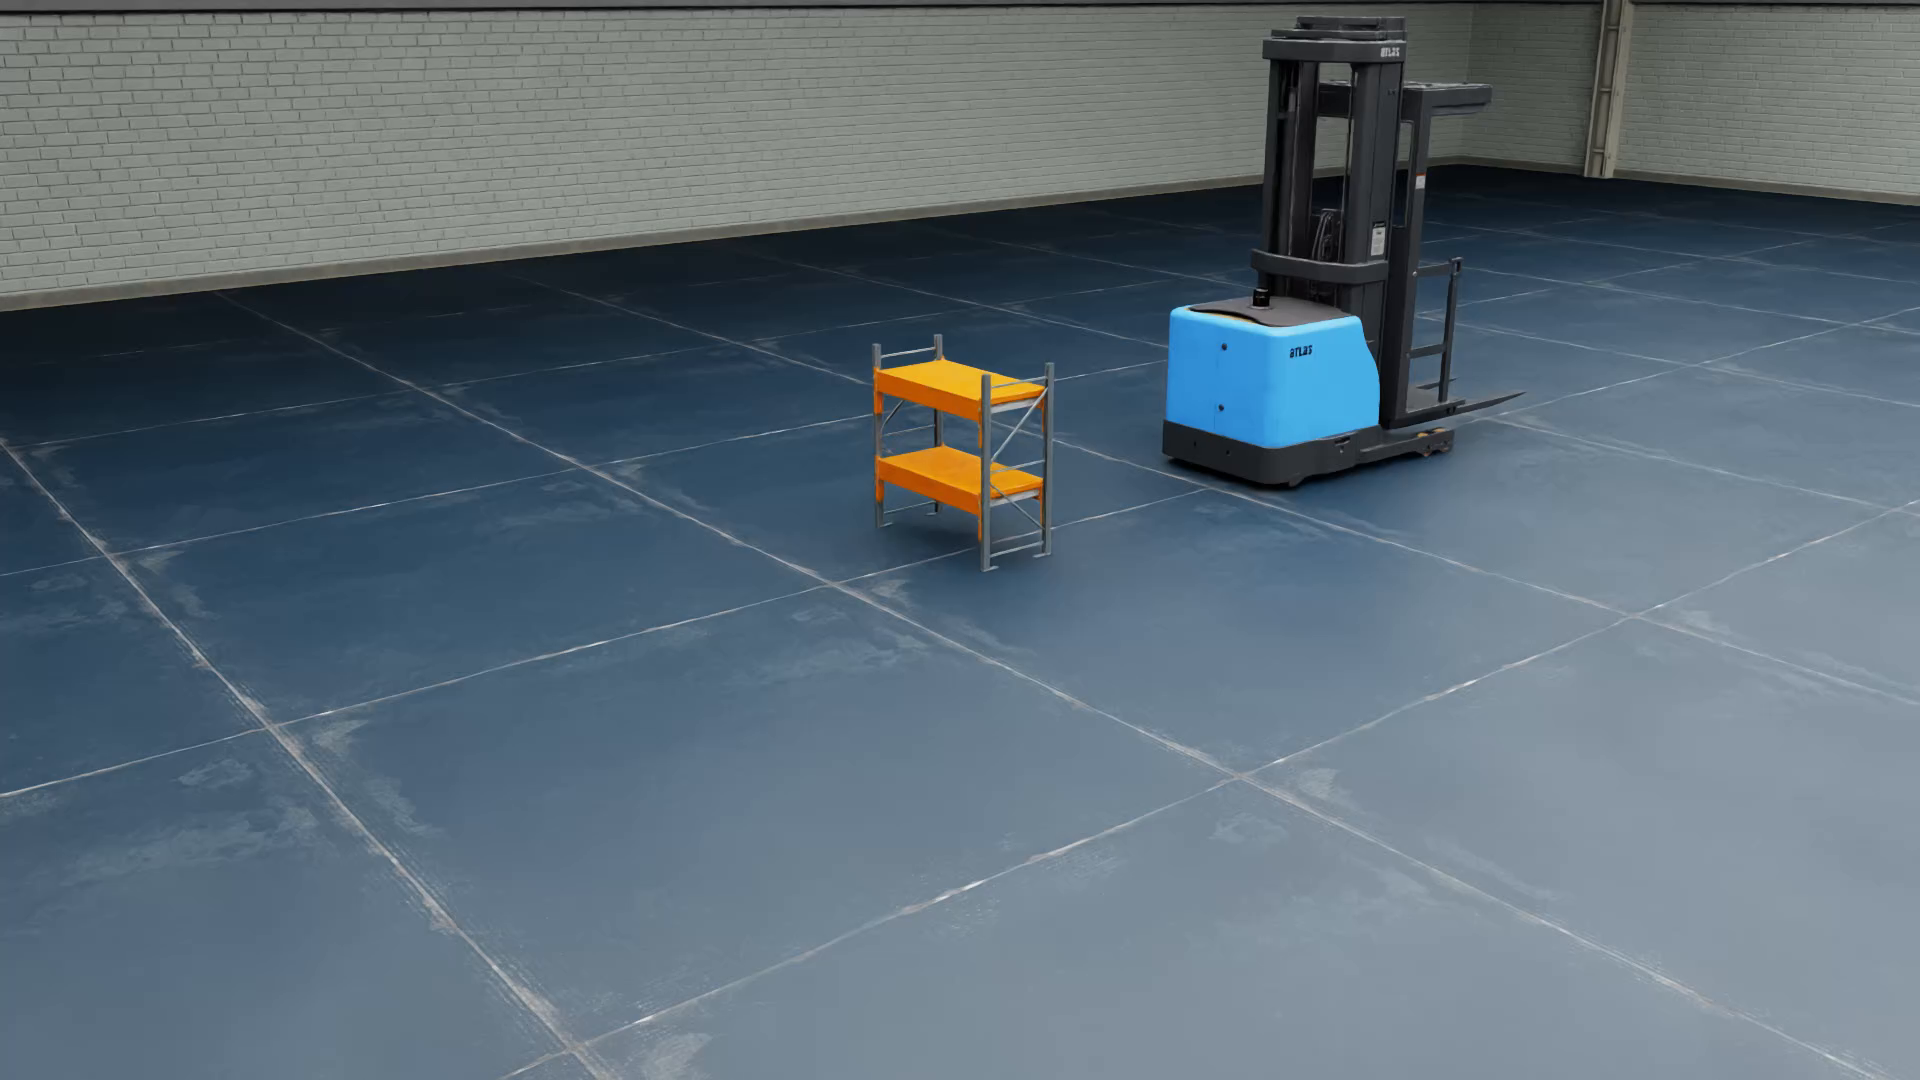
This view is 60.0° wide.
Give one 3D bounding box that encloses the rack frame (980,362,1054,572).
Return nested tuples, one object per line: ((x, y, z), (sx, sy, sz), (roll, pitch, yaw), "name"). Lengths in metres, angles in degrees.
((0.320, -0.407, 9.302), (0.500, 1.125, 0.032), (-14, 23, -36), "rack frame")

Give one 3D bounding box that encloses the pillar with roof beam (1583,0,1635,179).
((7.721, -9.735, 24.946), (9.100, 9.000, 0.400), (-14, 23, -36), "pillar with roof beam")

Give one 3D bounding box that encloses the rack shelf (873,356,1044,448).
((0.004, -0.810, 9.589), (0.538, 0.278, 1.000), (-14, 23, -36), "rack shelf")

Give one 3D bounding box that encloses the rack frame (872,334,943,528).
((-0.311, -0.658, 10.059), (0.500, 1.125, 0.032), (-14, 23, -36), "rack frame")

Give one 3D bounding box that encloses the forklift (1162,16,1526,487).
((2.867, -2.091, 11.516), (3.031, 2.935, 1.130), (-14, 23, -36), "forklift")

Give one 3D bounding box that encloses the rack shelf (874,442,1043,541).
((0.004, -0.300, 9.758), (0.538, 0.278, 1.000), (-14, 23, -36), "rack shelf")

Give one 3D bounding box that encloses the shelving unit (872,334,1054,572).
((0.004, -0.532, 9.681), (0.538, 1.125, 1.048), (-14, 23, -36), "shelving unit")
